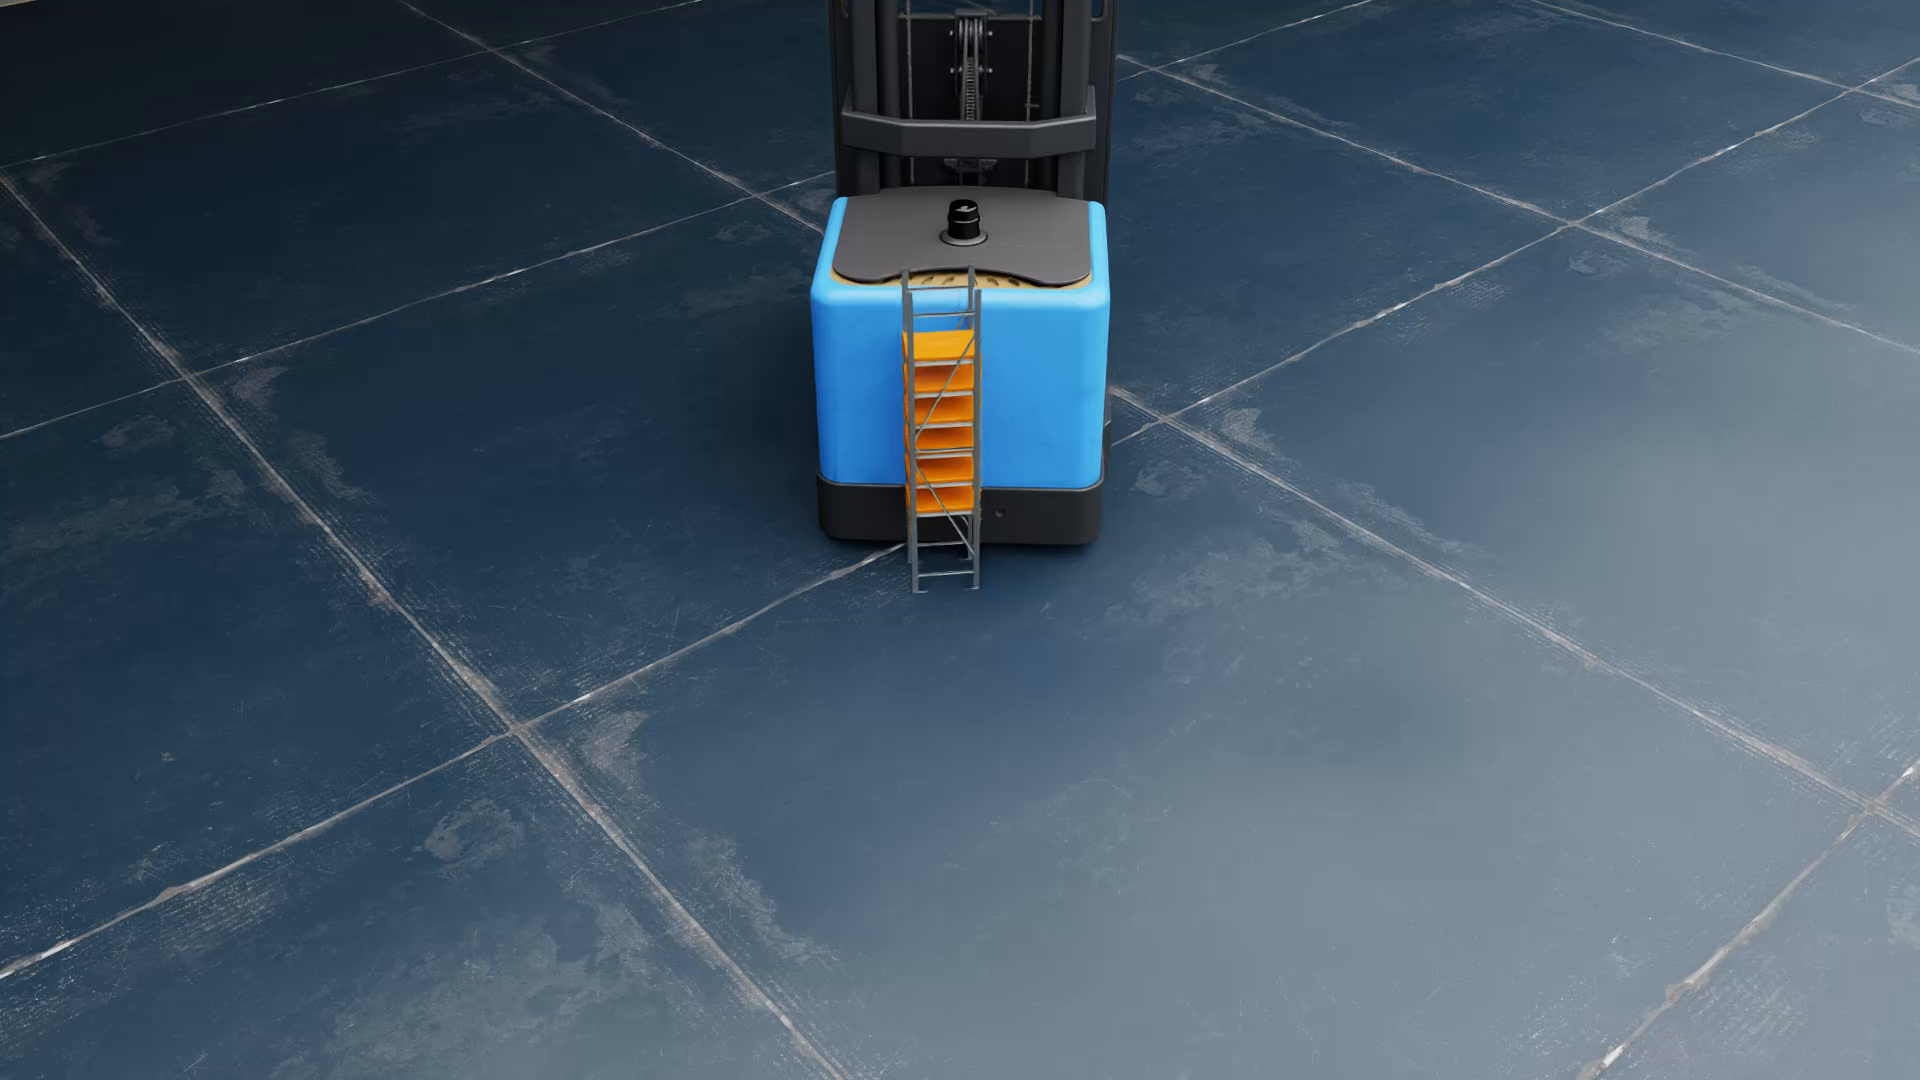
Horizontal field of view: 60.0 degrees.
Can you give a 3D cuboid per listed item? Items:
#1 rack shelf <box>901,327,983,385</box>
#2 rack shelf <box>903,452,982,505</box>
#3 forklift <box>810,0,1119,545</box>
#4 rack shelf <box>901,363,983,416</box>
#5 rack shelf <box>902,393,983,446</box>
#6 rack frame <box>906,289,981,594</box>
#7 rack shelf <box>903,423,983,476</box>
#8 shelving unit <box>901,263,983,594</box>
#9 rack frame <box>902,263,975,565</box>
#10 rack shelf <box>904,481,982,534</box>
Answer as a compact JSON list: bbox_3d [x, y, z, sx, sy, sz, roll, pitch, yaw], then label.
[{"bbox_3d":[-0.061,-0.613,5.532,0.258,0.103,0.180,-4,35,-5],"label":"rack shelf"},{"bbox_3d":[-0.061,-0.222,5.809,0.258,0.103,0.180,-4,35,-5],"label":"rack shelf"},{"bbox_3d":[0.061,-2.003,6.542,1.130,2.935,3.031,1,35,2],"label":"forklift"},{"bbox_3d":[-0.061,-0.515,5.601,0.258,0.103,0.180,-4,35,-5],"label":"rack shelf"},{"bbox_3d":[-0.061,-0.417,5.671,0.258,0.103,0.180,-4,35,-5],"label":"rack shelf"},{"bbox_3d":[-0.051,-0.303,5.640,0.240,1.200,0.006,-4,35,-5],"label":"rack frame"},{"bbox_3d":[-0.061,-0.320,5.740,0.258,0.103,0.180,-4,35,-5],"label":"rack shelf"},{"bbox_3d":[-0.061,-0.356,5.714,0.258,1.200,0.189,-4,35,-5],"label":"shelving unit"},{"bbox_3d":[-0.071,-0.408,5.788,0.240,1.200,0.006,-4,35,-5],"label":"rack frame"},{"bbox_3d":[-0.061,-0.124,5.879,0.258,0.103,0.180,-4,35,-5],"label":"rack shelf"}]
